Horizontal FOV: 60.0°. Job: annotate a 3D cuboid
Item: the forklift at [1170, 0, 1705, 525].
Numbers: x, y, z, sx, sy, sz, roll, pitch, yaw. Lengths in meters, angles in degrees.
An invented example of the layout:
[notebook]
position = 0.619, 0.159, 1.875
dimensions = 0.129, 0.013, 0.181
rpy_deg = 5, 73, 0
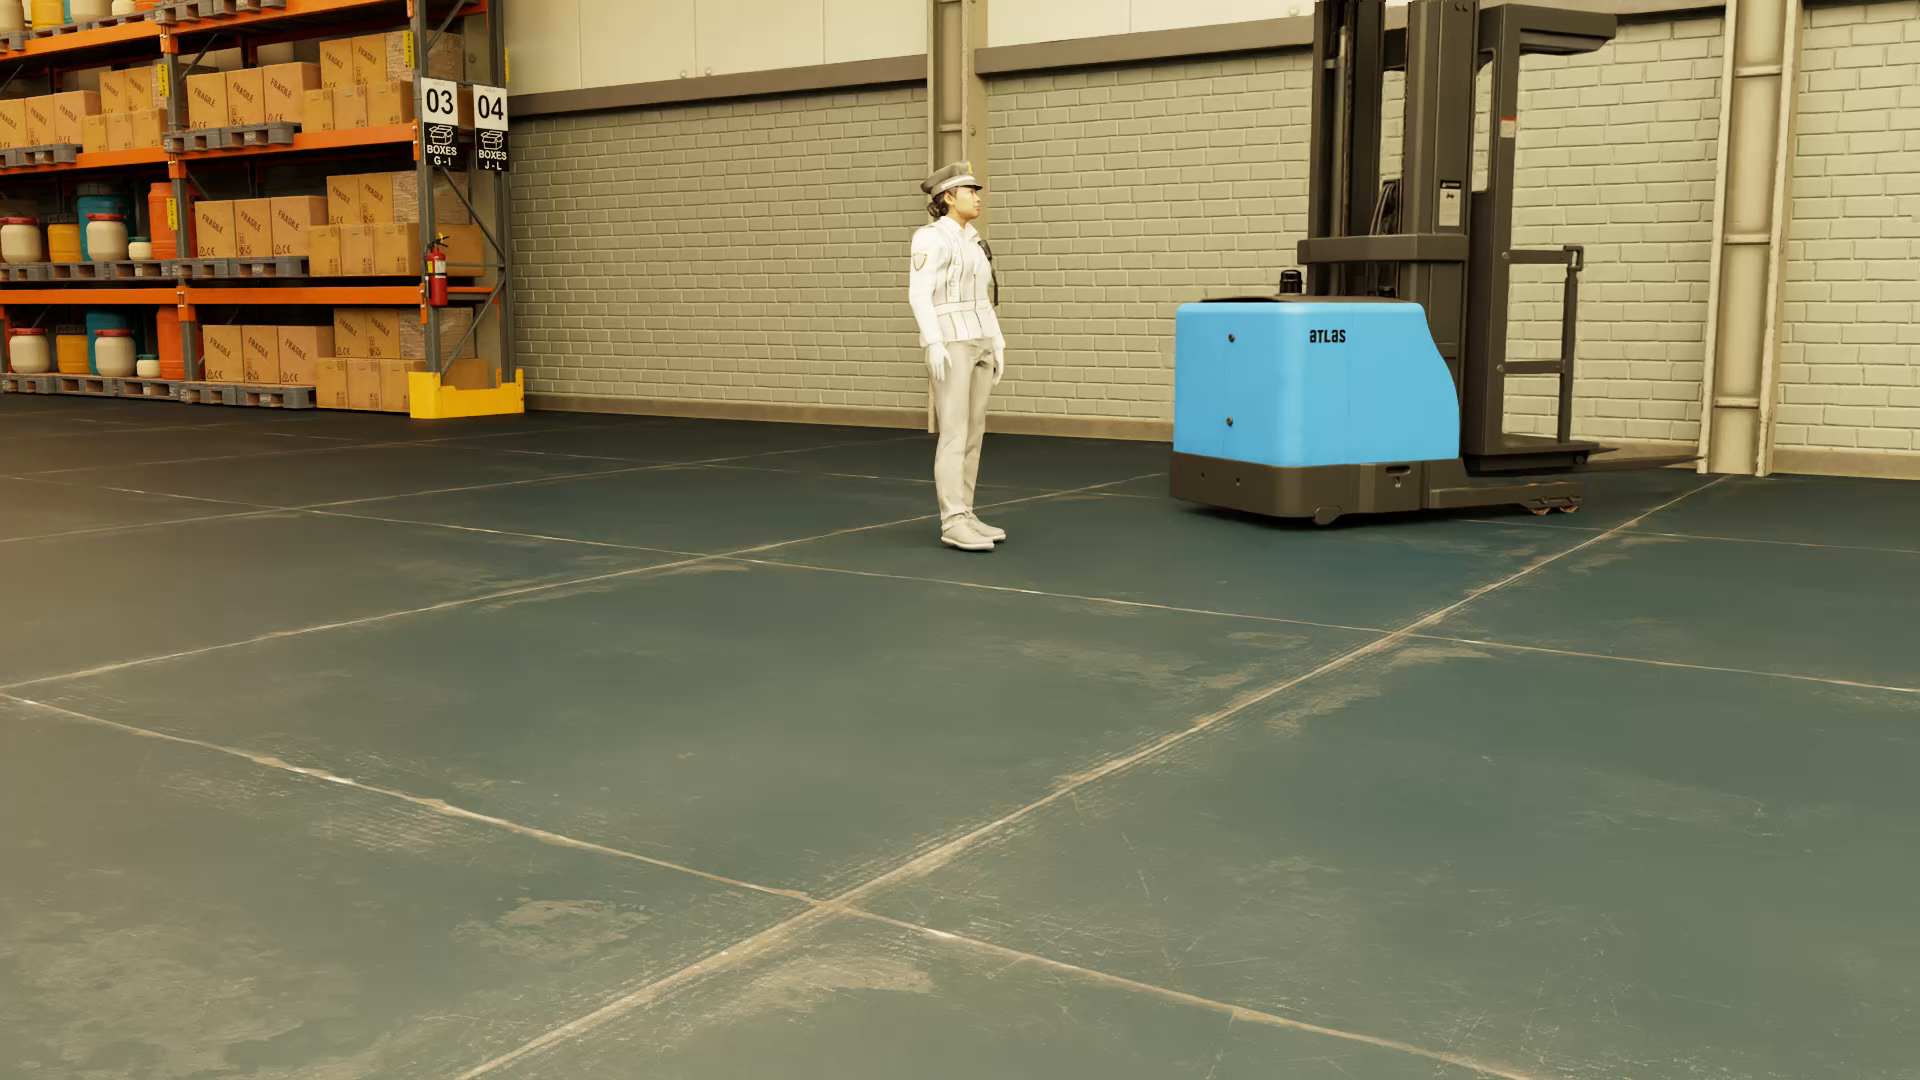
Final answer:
[forklift]
position = 2.649, -1.640, 8.722
dimensions = 3.031, 2.935, 1.130
rpy_deg = -4, 9, -26

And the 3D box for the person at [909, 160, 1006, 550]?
[person]
position = 0.052, -0.840, 7.441
dimensions = 0.533, 1.696, 0.588
rpy_deg = 5, 10, 34
